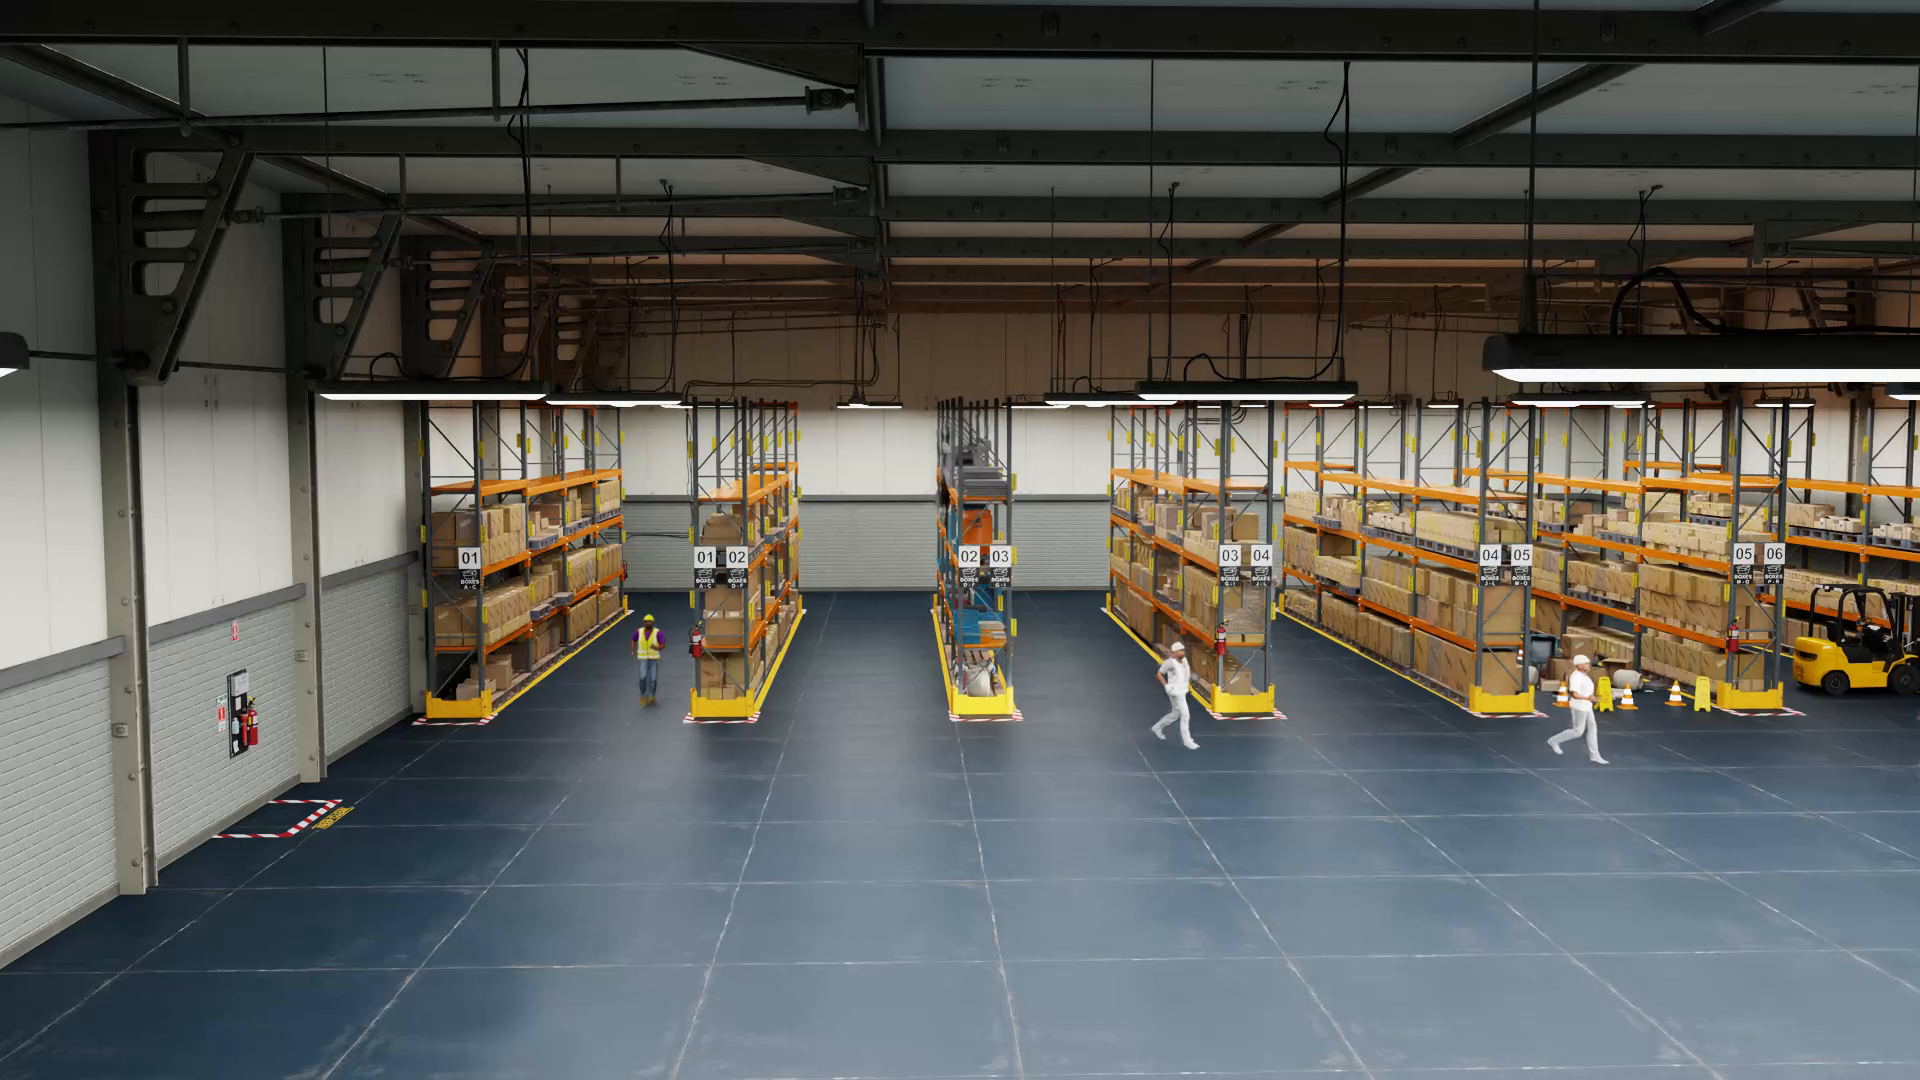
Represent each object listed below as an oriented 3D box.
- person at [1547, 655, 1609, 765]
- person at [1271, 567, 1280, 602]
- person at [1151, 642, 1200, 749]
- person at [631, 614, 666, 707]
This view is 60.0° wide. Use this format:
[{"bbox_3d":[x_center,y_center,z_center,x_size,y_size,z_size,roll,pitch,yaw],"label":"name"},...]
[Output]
[{"bbox_3d":[10.095,2.748,27.091,0.963,1.771,0.700,3,5,34],"label":"person"},{"bbox_3d":[8.217,1.495,44.150,0.538,1.694,0.697,0,4,0],"label":"person"},{"bbox_3d":[3.706,2.631,28.447,0.926,1.796,0.665,3,5,32],"label":"person"},{"bbox_3d":[-6.069,2.347,32.366,0.669,1.801,0.728,-1,4,-10],"label":"person"}]
